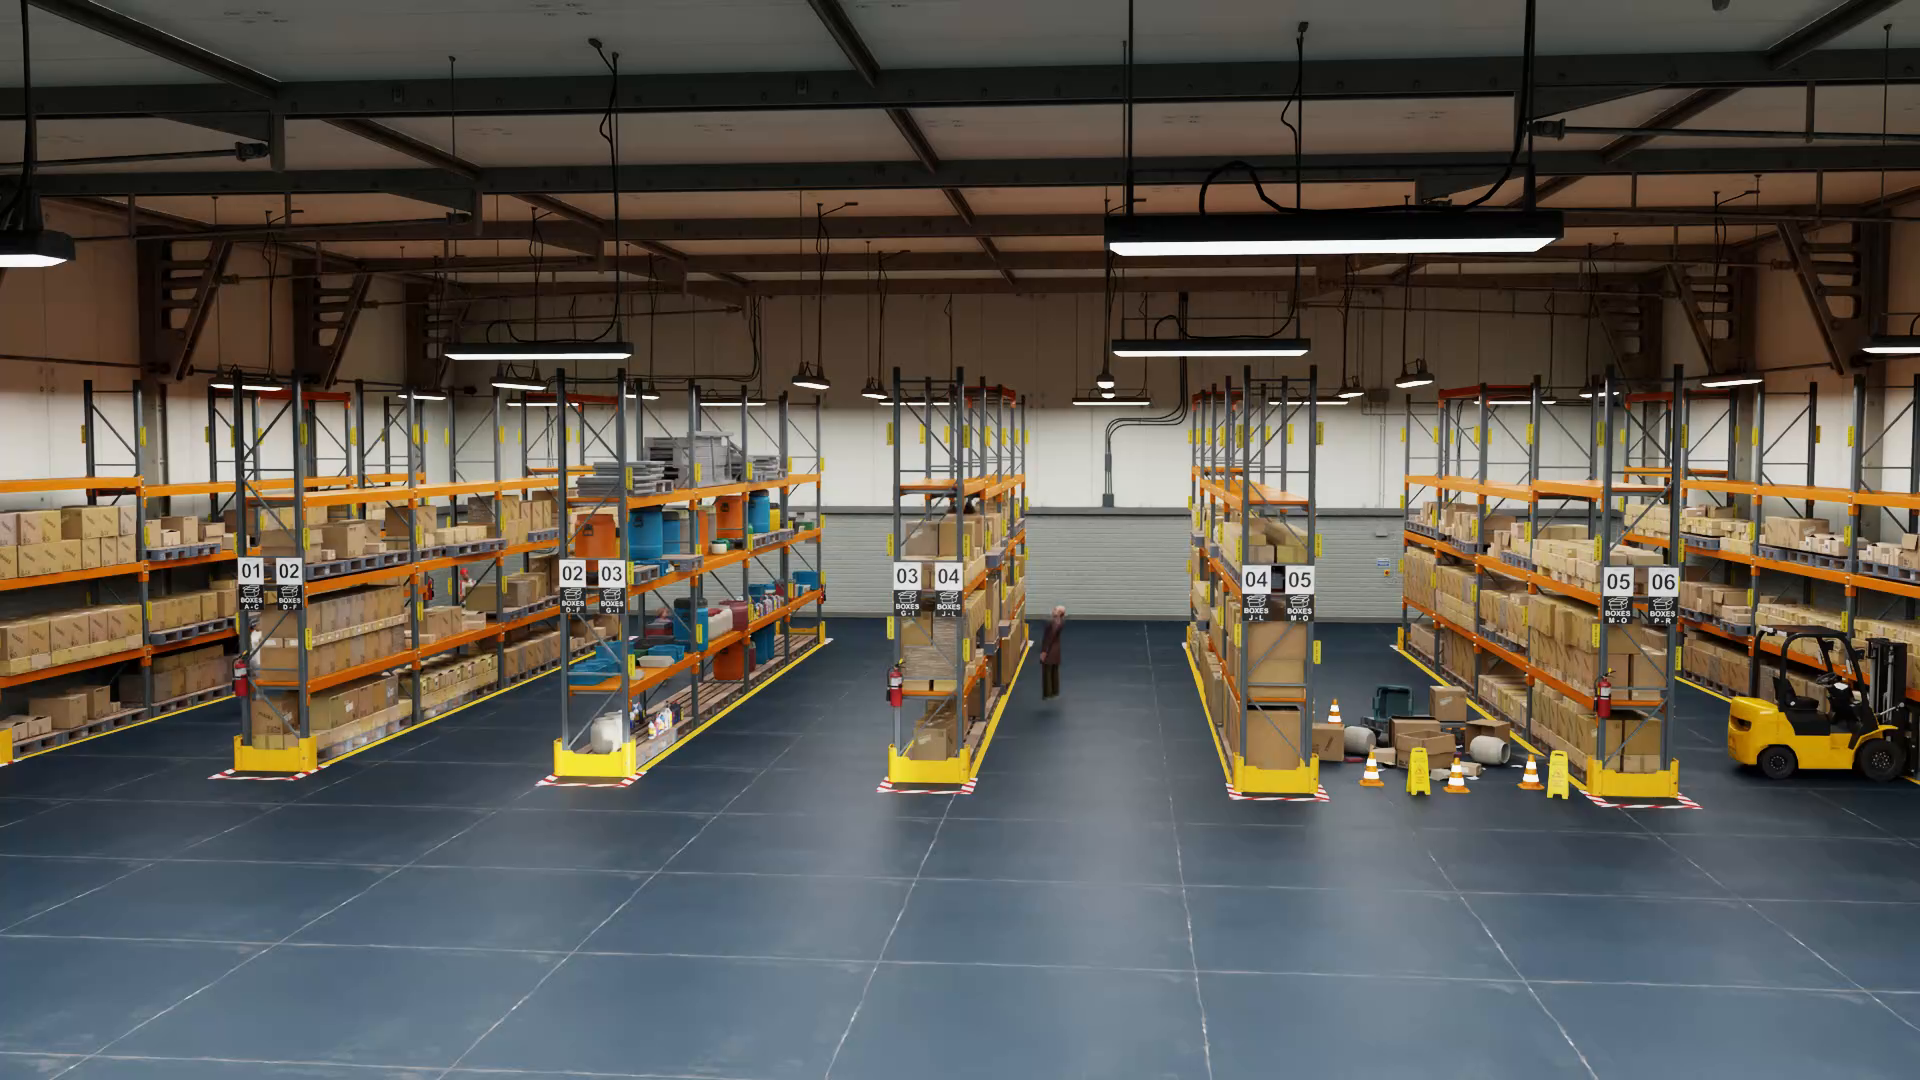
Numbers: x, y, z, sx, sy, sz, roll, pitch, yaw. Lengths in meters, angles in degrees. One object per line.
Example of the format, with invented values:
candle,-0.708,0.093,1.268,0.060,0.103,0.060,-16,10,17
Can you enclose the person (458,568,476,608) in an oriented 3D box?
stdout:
person,-12.106,1.575,40.844,0.539,1.767,0.829,0,4,-7

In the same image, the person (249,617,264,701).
person,-12.906,2.249,30.538,0.458,1.684,0.475,3,5,43

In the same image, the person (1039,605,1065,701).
person,1.665,2.086,30.746,0.528,1.762,0.598,2,4,30

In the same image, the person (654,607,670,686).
person,-5.995,2.129,33.633,0.390,1.552,0.823,0,4,6
